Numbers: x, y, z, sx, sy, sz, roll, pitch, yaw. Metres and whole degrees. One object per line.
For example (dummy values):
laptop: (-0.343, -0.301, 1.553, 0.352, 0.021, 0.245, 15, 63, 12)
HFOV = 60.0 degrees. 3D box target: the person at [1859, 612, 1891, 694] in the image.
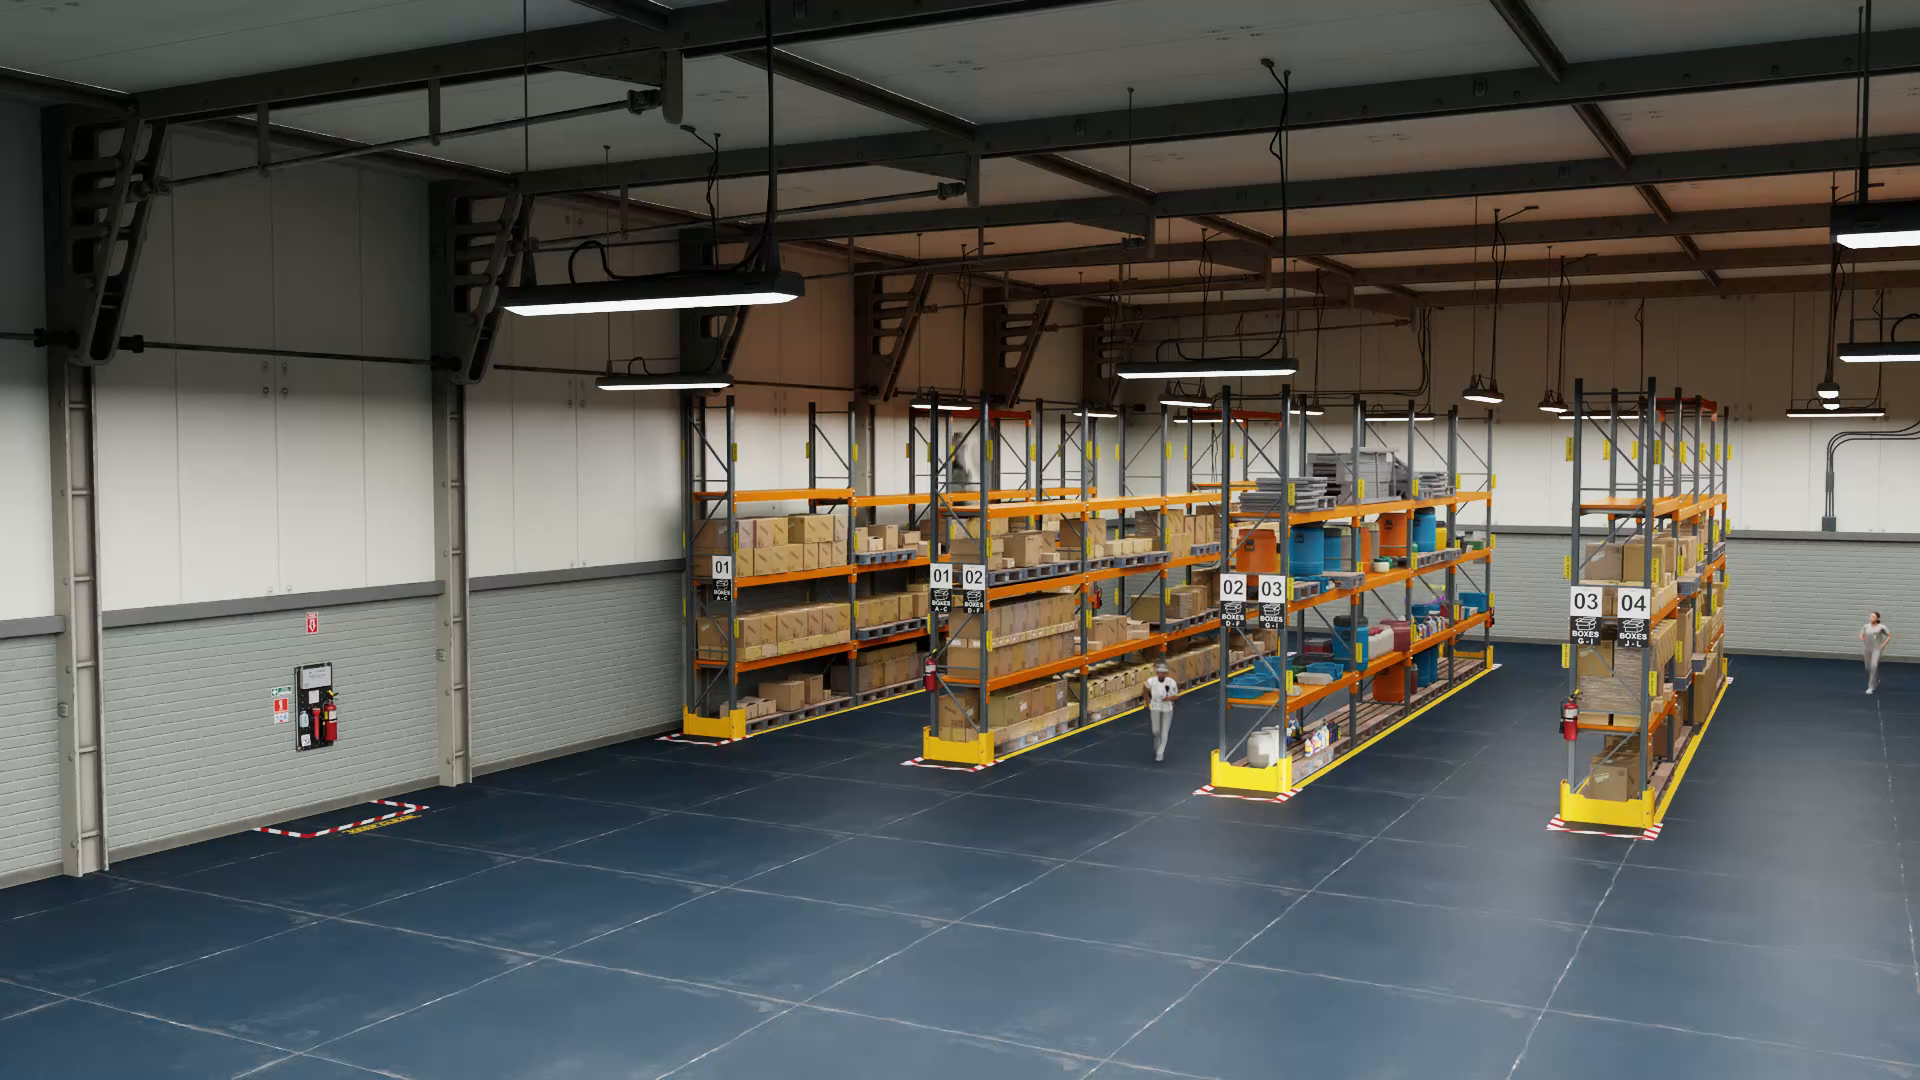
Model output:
person: (19.076, 2.347, 34.736, 0.837, 1.674, 0.576, -2, 4, -38)

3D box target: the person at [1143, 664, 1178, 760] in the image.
person: (3.244, 2.781, 26.922, 0.562, 1.610, 0.731, 0, 3, 6)

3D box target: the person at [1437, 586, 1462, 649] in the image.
person: (12.169, 1.960, 41.096, 0.693, 1.762, 0.678, 3, 4, 43)
